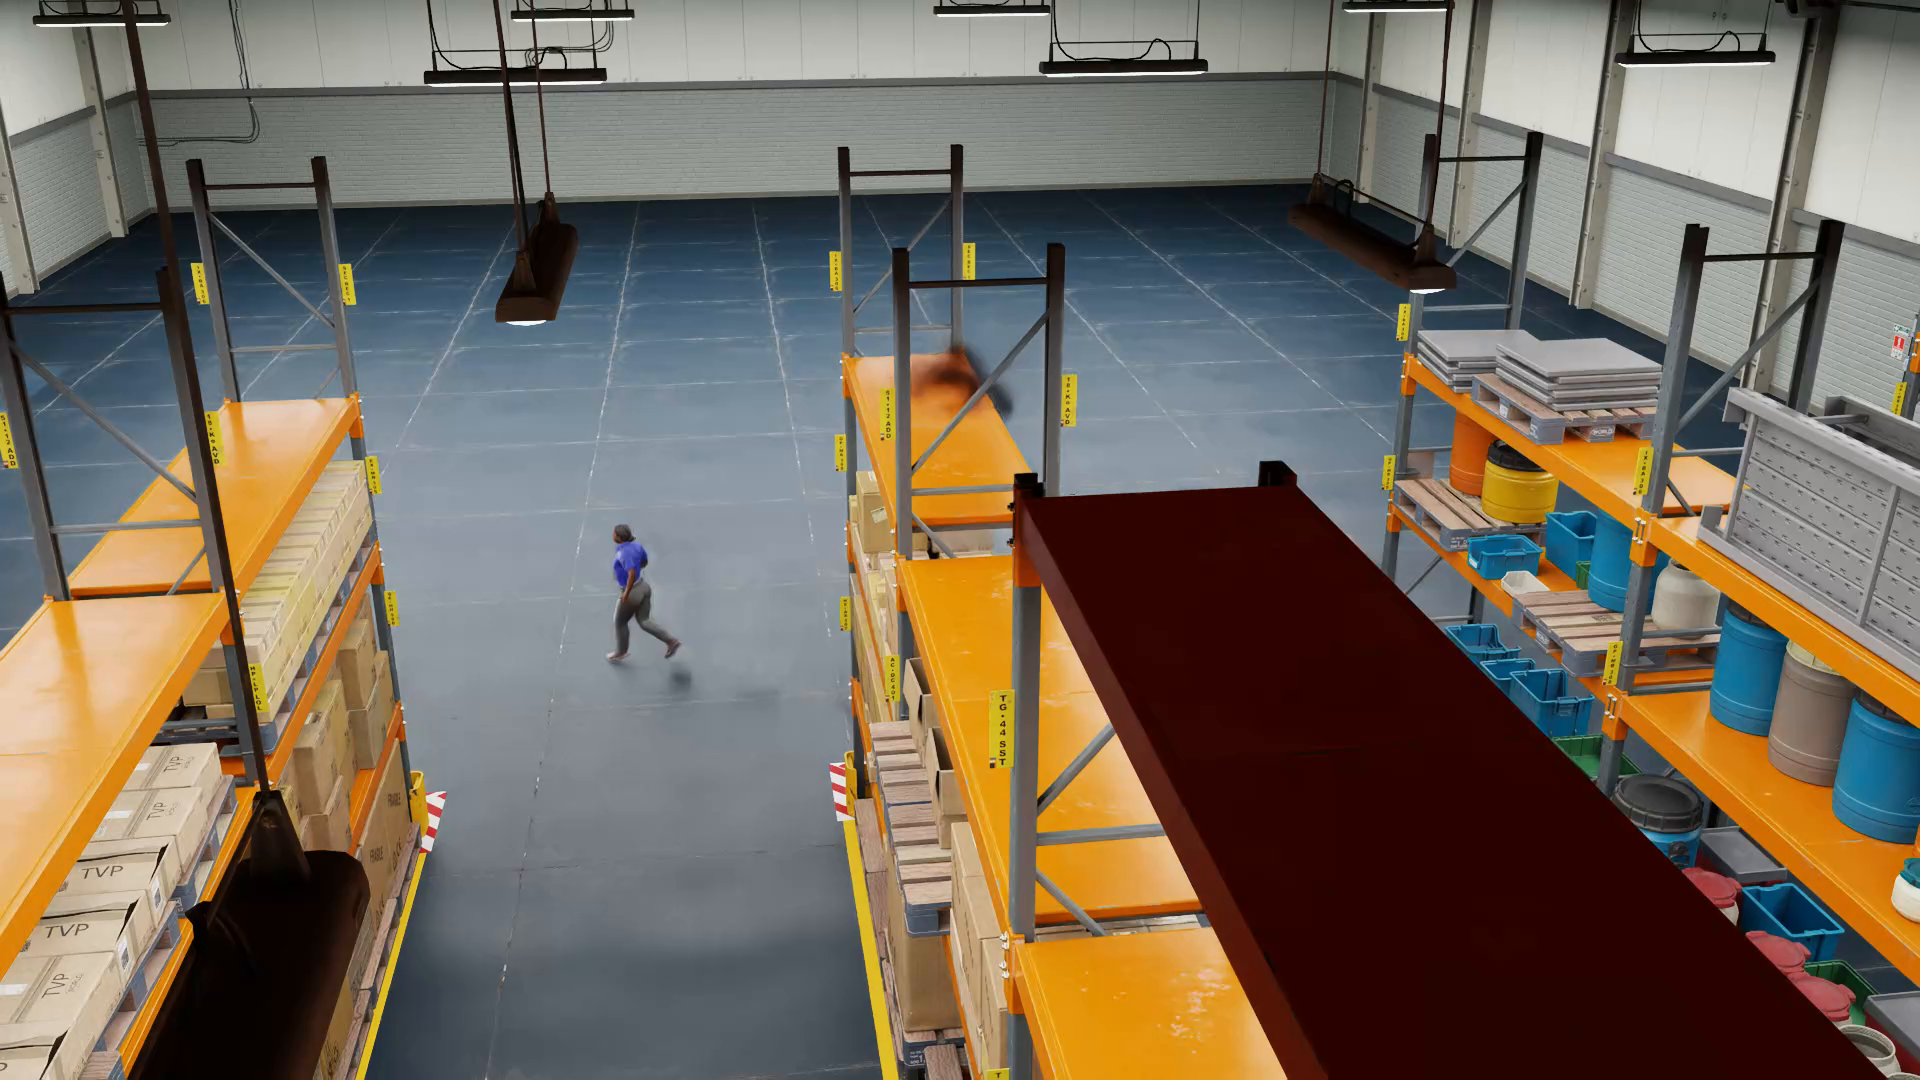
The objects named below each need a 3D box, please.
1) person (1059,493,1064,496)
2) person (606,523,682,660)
[{"bbox_3d":[1.092,0.316,18.517,0.890,1.736,0.648,12,24,27],"label":"person"},{"bbox_3d":[-3.479,0.604,17.908,0.953,1.653,0.600,7,23,17],"label":"person"}]
